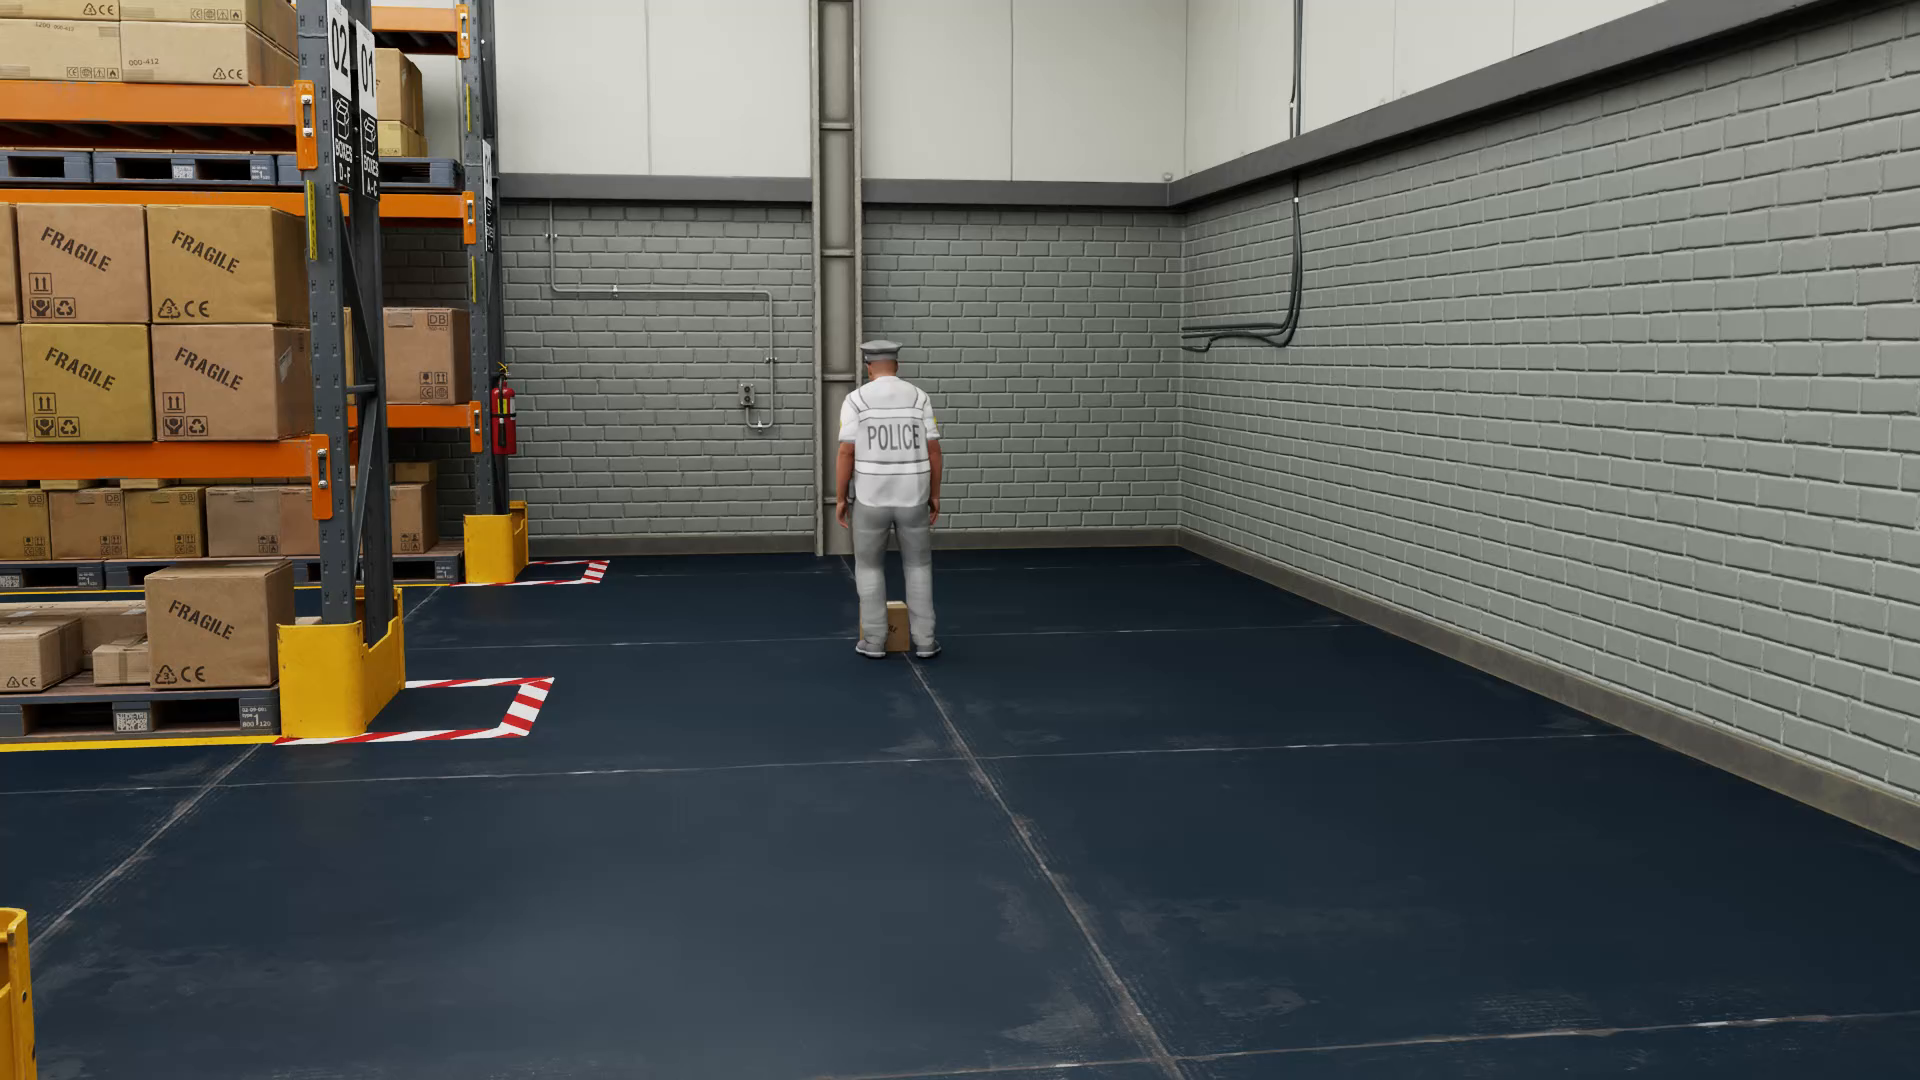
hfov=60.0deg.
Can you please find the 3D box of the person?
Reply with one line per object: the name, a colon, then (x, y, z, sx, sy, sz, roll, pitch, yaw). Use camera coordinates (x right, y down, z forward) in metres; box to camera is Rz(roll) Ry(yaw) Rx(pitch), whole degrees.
person: (-0.386, -0.223, 9.156, 0.606, 1.748, 0.478, -1, 7, -12)
